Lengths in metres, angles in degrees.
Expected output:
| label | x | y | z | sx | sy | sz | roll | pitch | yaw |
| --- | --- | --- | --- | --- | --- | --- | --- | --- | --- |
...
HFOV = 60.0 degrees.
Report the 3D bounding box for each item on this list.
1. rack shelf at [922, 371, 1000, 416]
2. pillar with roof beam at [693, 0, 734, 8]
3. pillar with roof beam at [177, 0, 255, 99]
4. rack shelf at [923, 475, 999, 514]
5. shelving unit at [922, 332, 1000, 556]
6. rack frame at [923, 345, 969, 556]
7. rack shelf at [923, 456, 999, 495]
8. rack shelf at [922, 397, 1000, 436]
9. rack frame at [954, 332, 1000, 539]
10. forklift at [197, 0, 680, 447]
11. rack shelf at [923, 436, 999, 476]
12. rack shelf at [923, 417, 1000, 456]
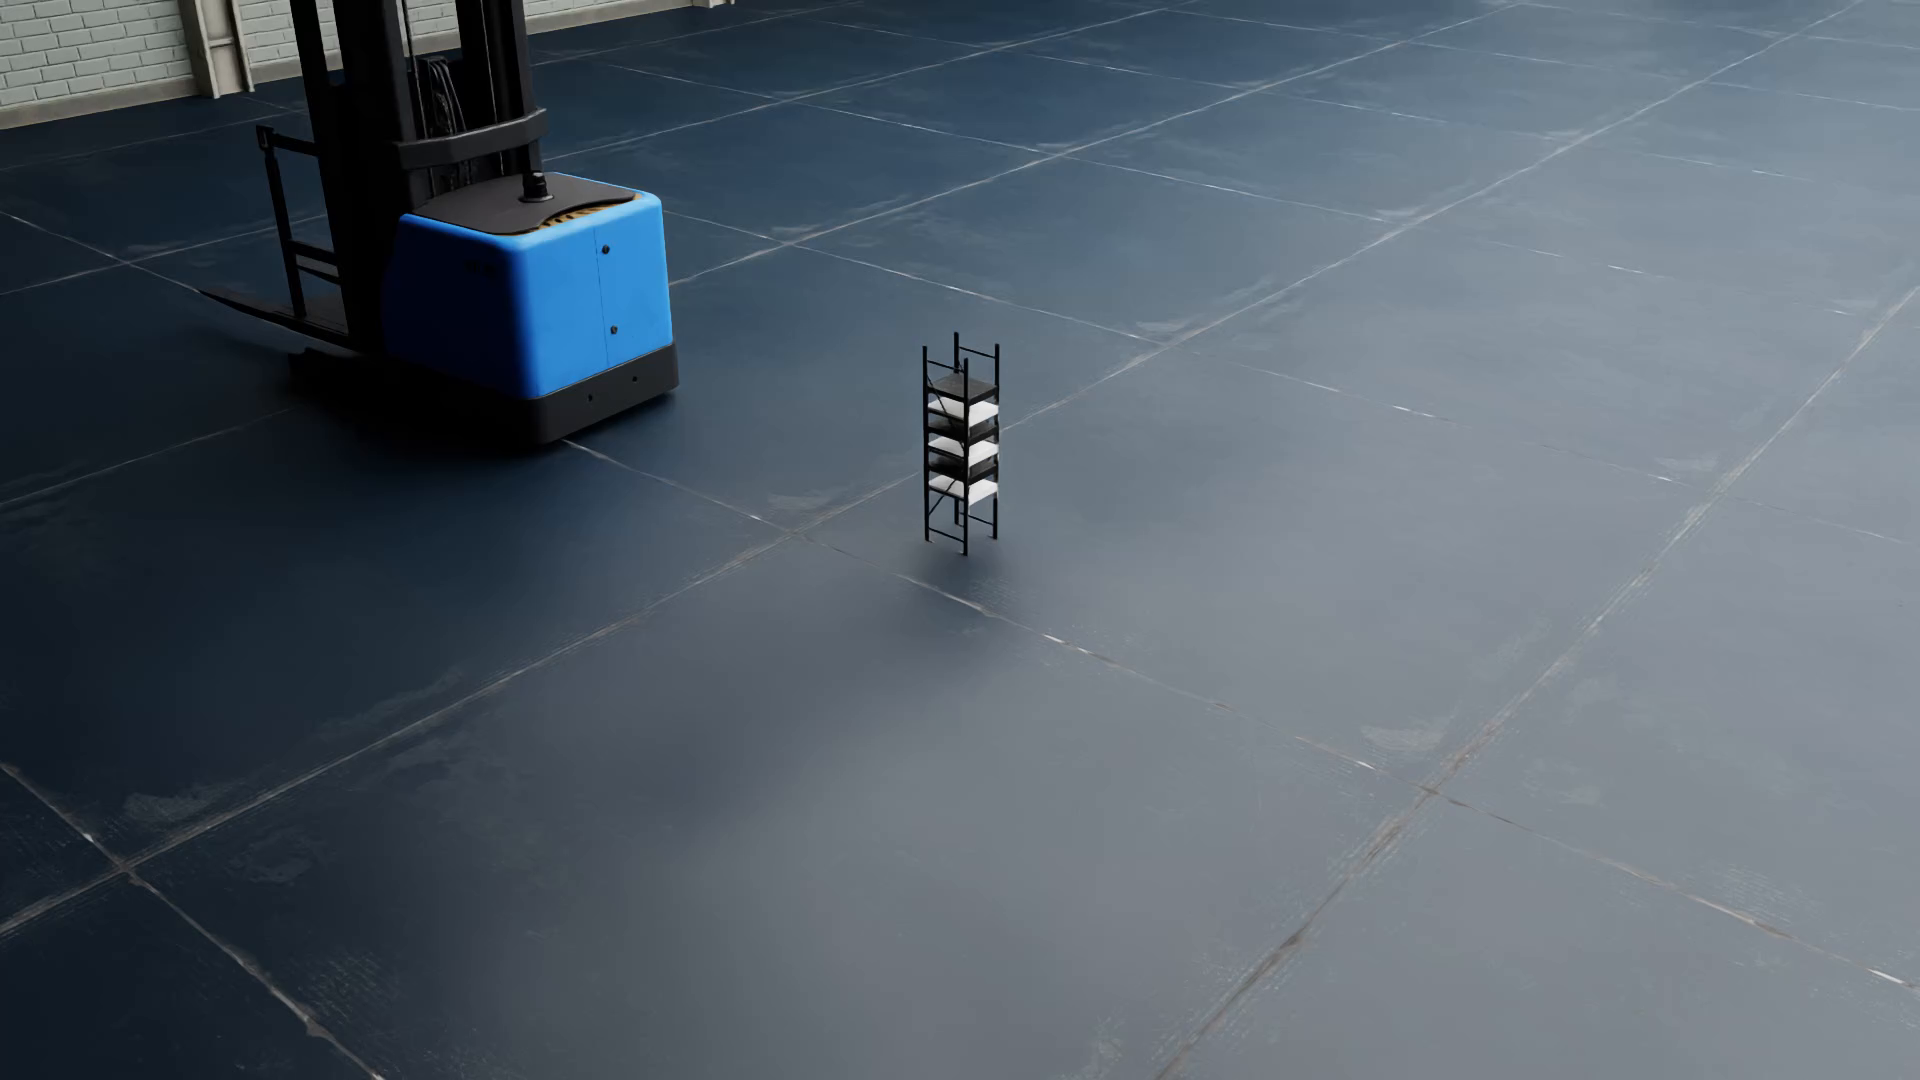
| label | x | y | z | sx | sy | sz | roll | pitch | yaw |
| --- | --- | --- | --- | --- | --- | --- | --- | --- | --- |
| rack shelf | 0.005 | -0.613 | 6.940 | 0.258 | 0.077 | 0.200 | 21 | 34 | 34 |
| pillar with roof beam | 0.467 | -8.933 | 14.725 | 9.100 | 9.000 | 0.400 | 21 | 34 | 34 |
| pillar with roof beam | -3.349 | -6.806 | 10.613 | 9.100 | 9.000 | 0.400 | 21 | 34 | 34 |
| rack shelf | 0.005 | -0.213 | 7.147 | 0.258 | 0.077 | 0.200 | 21 | 34 | 34 |
| shelving unit | 0.005 | -0.403 | 7.049 | 0.258 | 0.900 | 0.210 | 21 | 34 | 34 |
| rack frame | -0.059 | -0.367 | 6.979 | 0.240 | 0.900 | 0.006 | 21 | 34 | 34 |
| rack shelf | 0.005 | -0.293 | 7.105 | 0.258 | 0.077 | 0.200 | 21 | 34 | 34 |
| rack shelf | 0.005 | -0.533 | 6.981 | 0.258 | 0.077 | 0.200 | 21 | 34 | 34 |
| rack frame | 0.070 | -0.439 | 7.118 | 0.240 | 0.900 | 0.006 | 21 | 34 | 34 |
| forklift | -2.958 | -2.269 | 8.446 | 3.031 | 2.935 | 1.130 | 18 | 32 | 31 |
| rack shelf | 0.005 | -0.373 | 7.064 | 0.258 | 0.077 | 0.200 | 21 | 34 | 34 |
| rack shelf | 0.005 | -0.453 | 7.023 | 0.258 | 0.077 | 0.200 | 21 | 34 | 34 |
